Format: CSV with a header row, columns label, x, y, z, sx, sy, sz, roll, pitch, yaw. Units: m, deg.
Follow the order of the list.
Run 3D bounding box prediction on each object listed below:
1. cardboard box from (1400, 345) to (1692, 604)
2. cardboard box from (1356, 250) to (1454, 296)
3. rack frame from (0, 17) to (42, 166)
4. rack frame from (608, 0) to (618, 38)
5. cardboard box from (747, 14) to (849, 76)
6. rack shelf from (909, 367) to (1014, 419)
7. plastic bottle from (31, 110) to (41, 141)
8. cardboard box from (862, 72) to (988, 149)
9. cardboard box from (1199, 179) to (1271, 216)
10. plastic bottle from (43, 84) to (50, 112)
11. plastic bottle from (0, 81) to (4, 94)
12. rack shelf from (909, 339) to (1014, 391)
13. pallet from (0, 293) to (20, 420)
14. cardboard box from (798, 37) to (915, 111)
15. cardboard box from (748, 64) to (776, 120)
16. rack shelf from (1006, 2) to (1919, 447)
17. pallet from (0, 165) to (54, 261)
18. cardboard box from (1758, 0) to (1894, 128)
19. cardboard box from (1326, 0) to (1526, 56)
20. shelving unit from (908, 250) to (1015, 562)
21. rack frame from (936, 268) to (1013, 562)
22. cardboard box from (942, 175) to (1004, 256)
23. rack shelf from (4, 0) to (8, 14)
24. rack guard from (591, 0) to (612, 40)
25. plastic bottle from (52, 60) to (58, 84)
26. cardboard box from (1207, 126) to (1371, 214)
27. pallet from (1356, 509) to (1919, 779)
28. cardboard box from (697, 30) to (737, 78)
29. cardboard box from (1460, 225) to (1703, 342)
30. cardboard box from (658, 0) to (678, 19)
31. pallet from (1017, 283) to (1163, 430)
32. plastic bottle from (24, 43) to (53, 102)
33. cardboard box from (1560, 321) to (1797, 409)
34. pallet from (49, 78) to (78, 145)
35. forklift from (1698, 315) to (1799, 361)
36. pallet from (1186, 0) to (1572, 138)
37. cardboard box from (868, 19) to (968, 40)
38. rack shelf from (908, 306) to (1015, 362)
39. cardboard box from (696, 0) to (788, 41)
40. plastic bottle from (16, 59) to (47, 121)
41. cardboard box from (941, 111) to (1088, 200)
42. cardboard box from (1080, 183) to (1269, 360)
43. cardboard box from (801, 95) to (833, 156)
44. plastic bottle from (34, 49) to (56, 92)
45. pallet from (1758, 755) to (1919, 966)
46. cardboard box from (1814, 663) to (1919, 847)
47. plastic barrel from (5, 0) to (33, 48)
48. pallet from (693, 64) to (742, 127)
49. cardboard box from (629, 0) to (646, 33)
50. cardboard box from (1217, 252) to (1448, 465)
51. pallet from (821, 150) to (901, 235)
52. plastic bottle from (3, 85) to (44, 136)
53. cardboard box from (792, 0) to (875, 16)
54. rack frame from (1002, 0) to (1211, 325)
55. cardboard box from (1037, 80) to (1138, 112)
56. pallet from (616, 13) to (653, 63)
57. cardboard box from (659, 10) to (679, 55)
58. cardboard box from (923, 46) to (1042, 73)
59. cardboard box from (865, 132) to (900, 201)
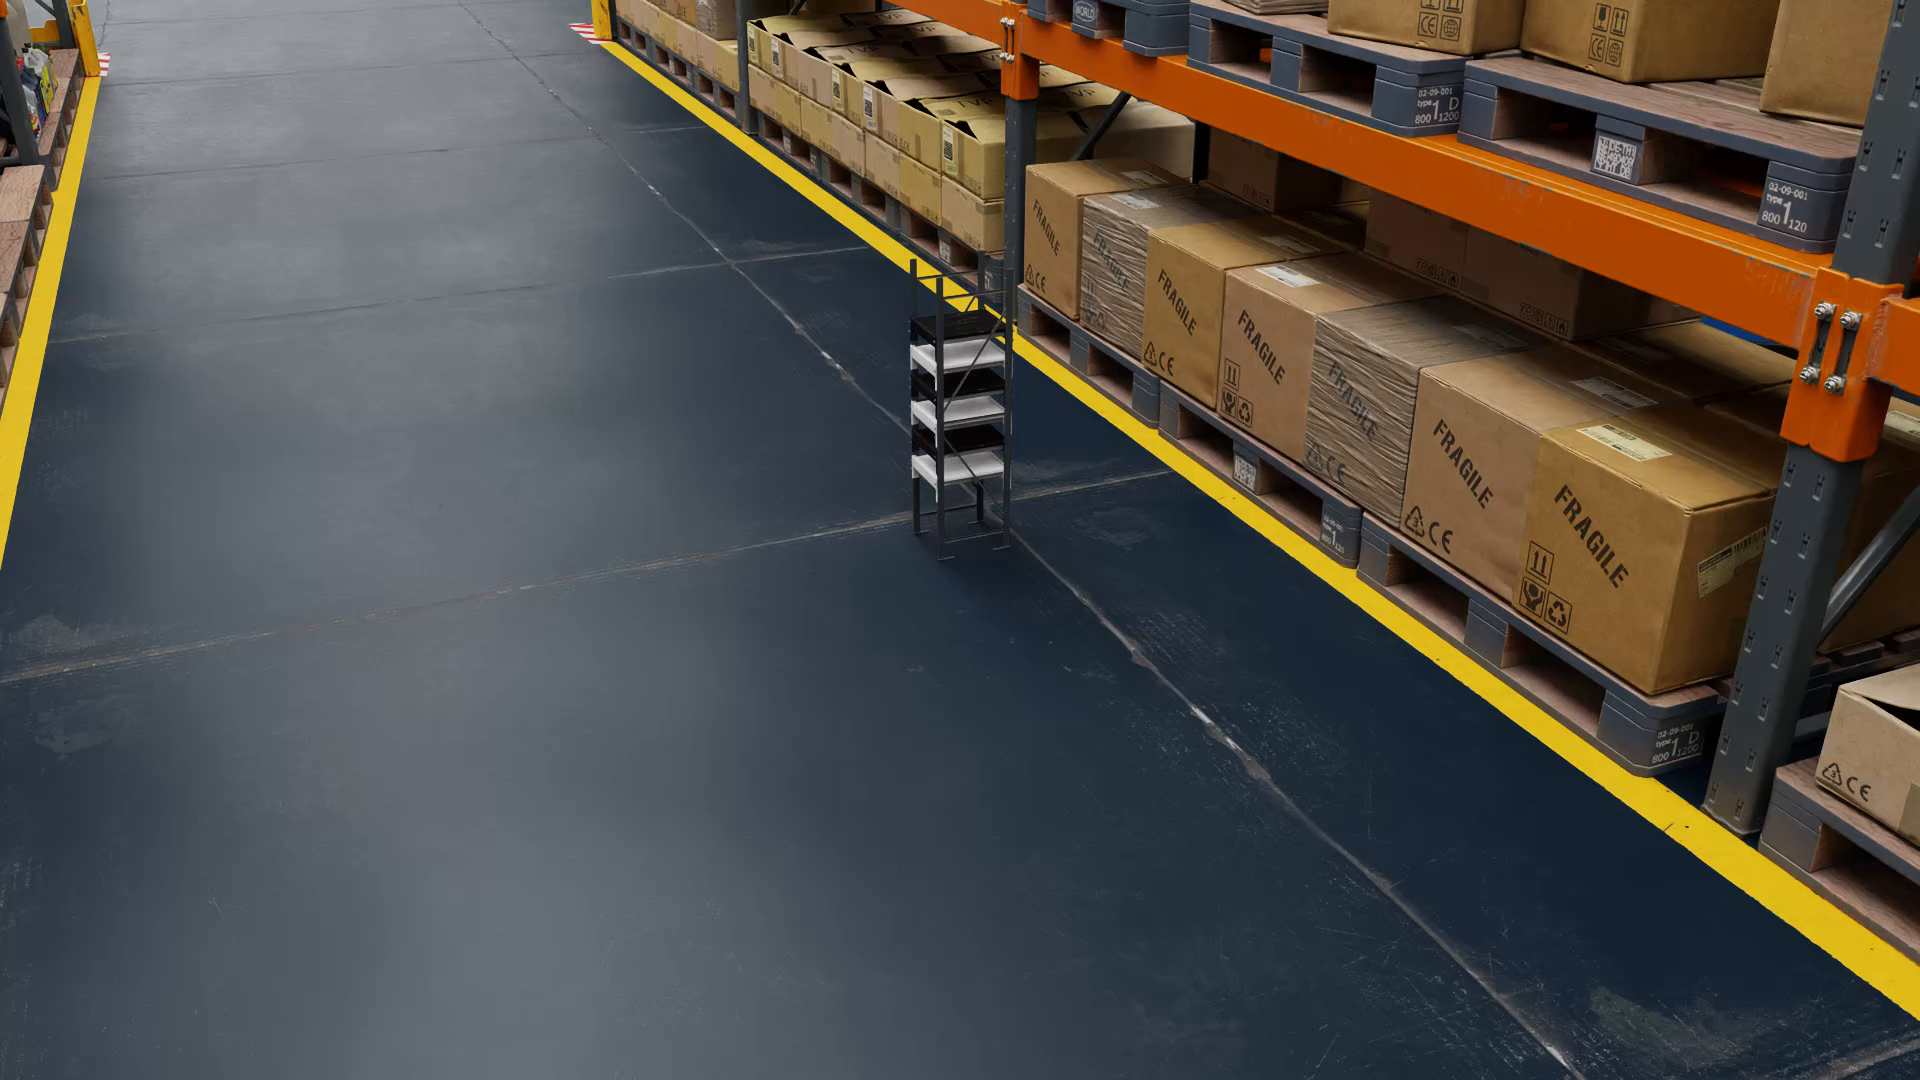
label,x,y,z,sx,sy,sz,roll,pitch,yaw
cardboard box,1.593,-0.193,4.574,0.500,0.500,0.500,-10,28,-20
cardboard box,1.665,-0.700,5.612,0.500,0.500,0.500,-12,28,-23
rack frame,-5.456,-3.147,8.278,1.000,3.000,0.127,-11,28,-21
rack frame,-2.463,-5.612,13.325,1.000,3.000,0.127,-11,28,-21
cardboard box,-0.964,-2.993,9.976,0.500,0.311,0.500,-10,28,-20
rack shelf,0.003,-0.452,5.021,0.258,0.077,0.200,-11,28,-21
plastic bottle,-5.217,-2.333,9.297,0.097,0.201,0.097,0,26,0
cardboard box,-0.167,-2.169,8.291,0.500,0.311,0.500,-11,28,-21
cardboard box,1.252,-1.119,6.471,0.500,0.500,0.500,-9,28,-19
plastic bottle,-5.554,-2.679,10.007,0.097,0.201,0.097,0,26,0
plastic bottle,-5.523,-2.527,9.525,0.144,0.351,0.185,-11,28,-21
rack shelf,0.003,-0.533,4.981,0.258,0.077,0.200,-11,28,-21
pallet,-4.157,-0.599,6.236,1.003,0.211,1.213,-11,28,-21
cardboard box,-0.569,-2.581,9.133,0.500,0.311,0.500,-12,28,-22
cardboard box,-0.967,-2.745,10.108,0.500,0.250,0.500,-11,28,-22
rack shelf,1.453,-1.252,5.214,1.077,0.370,4.000,-11,28,-21
pallet,-5.113,-1.584,8.254,1.003,0.211,1.213,-11,28,-21
cardboard box,2.256,-1.231,3.759,0.700,0.500,0.500,-22,34,-37
cardboard box,1.487,-1.704,4.728,0.700,0.500,0.500,-19,32,-33
shelving unit,0.003,-0.401,5.046,0.258,0.900,0.210,-11,28,-21
rack frame,0.043,-0.360,4.962,0.240,0.900,0.006,-11,28,-21
cardboard box,0.239,-1.506,7.571,0.500,0.250,0.500,-10,28,-19
rack shelf,-6.239,-3.632,10.089,1.077,0.370,4.000,-11,28,-21
rack guard,-2.473,-4.498,13.893,1.175,0.500,0.348,-11,28,-21
plastic bottle,-5.900,-3.036,10.738,0.097,0.201,0.097,0,26,0
cardboard box,1.278,-1.434,6.262,0.500,0.250,0.500,-9,28,-19
pallet,1.883,0.164,4.674,1.003,0.211,1.213,-11,28,-21
cardboard box,-1.466,-3.303,11.252,0.500,0.250,0.500,-11,28,-21
cardboard box,1.879,-0.820,5.003,0.500,0.250,0.500,-11,28,-20
cardboard box,-1.873,-4.041,11.909,0.500,0.500,0.500,-11,28,-21
pallet,0.927,-0.821,6.691,1.003,0.211,1.213,-11,28,-21
plastic bottle,-5.704,-2.875,10.237,0.144,0.351,0.185,-9,28,-18
cardboard box,2.052,-0.292,4.778,0.500,0.500,0.500,-10,28,-20
pallet,-6.162,-2.666,10.470,1.003,0.211,1.213,-11,28,-21
forklift,2.917,-2.420,6.866,1.130,2.935,3.031,5,26,10
pallet,1.435,-1.512,5.146,1.003,0.211,1.213,-11,28,-21
cardboard box,-0.265,-2.879,9.744,0.500,0.311,0.500,-10,28,-19
rack shelf,0.003,-0.614,4.942,0.258,0.077,0.200,-11,28,-21
cardboard box,-1.465,-3.641,11.088,0.500,0.500,0.500,-11,28,-21
plastic bottle,-5.464,-2.628,9.732,0.144,0.351,0.185,-12,28,-23
cardboard box,0.238,-1.756,7.445,0.500,0.311,0.500,-10,28,-19
cardboard box,0.795,-1.013,6.254,0.500,0.500,0.500,-12,28,-22
cardboard box,-0.563,-2.330,9.258,0.500,0.250,0.500,-11,28,-22
plastic bottle,-5.827,-2.963,10.504,0.152,0.276,0.135,-10,28,-20
pallet,2.504,0.763,3.447,1.003,0.211,1.213,-11,28,-21
cardboard box,2.201,0.450,3.473,0.500,0.311,0.500,-11,28,-21
plastic barrel,-6.695,-3.580,11.521,0.421,0.512,0.421,0,26,0
pallet,-1.170,-3.072,11.302,1.003,0.211,1.213,-11,28,-21
cardboard box,-2.259,-4.109,12.902,0.500,0.250,0.500,-11,28,-21
cardboard box,1.196,-0.600,5.408,0.500,0.500,0.500,-12,28,-22
pallet,-0.091,-1.960,9.024,1.003,0.211,1.213,-11,28,-21
plastic bottle,-5.329,-2.451,9.454,0.152,0.276,0.135,-10,28,-19
cardboard box,-0.790,-3.528,10.858,0.500,0.500,0.500,-11,28,-21
rack frame,0.670,-2.382,6.710,1.000,3.000,0.127,-11,28,-21
cardboard box,0.521,-2.060,8.066,0.500,0.311,0.500,-11,28,-22
pallet,-2.125,-4.057,13.319,1.003,0.211,1.213,-11,28,-21
cardboard box,-1.872,-3.704,12.074,0.500,0.250,0.500,-11,28,-21
cardboard box,0.122,-2.474,8.914,0.500,0.311,0.500,-11,28,-21
cardboard box,-0.160,-1.917,8.412,0.500,0.250,0.500,-10,28,-19
